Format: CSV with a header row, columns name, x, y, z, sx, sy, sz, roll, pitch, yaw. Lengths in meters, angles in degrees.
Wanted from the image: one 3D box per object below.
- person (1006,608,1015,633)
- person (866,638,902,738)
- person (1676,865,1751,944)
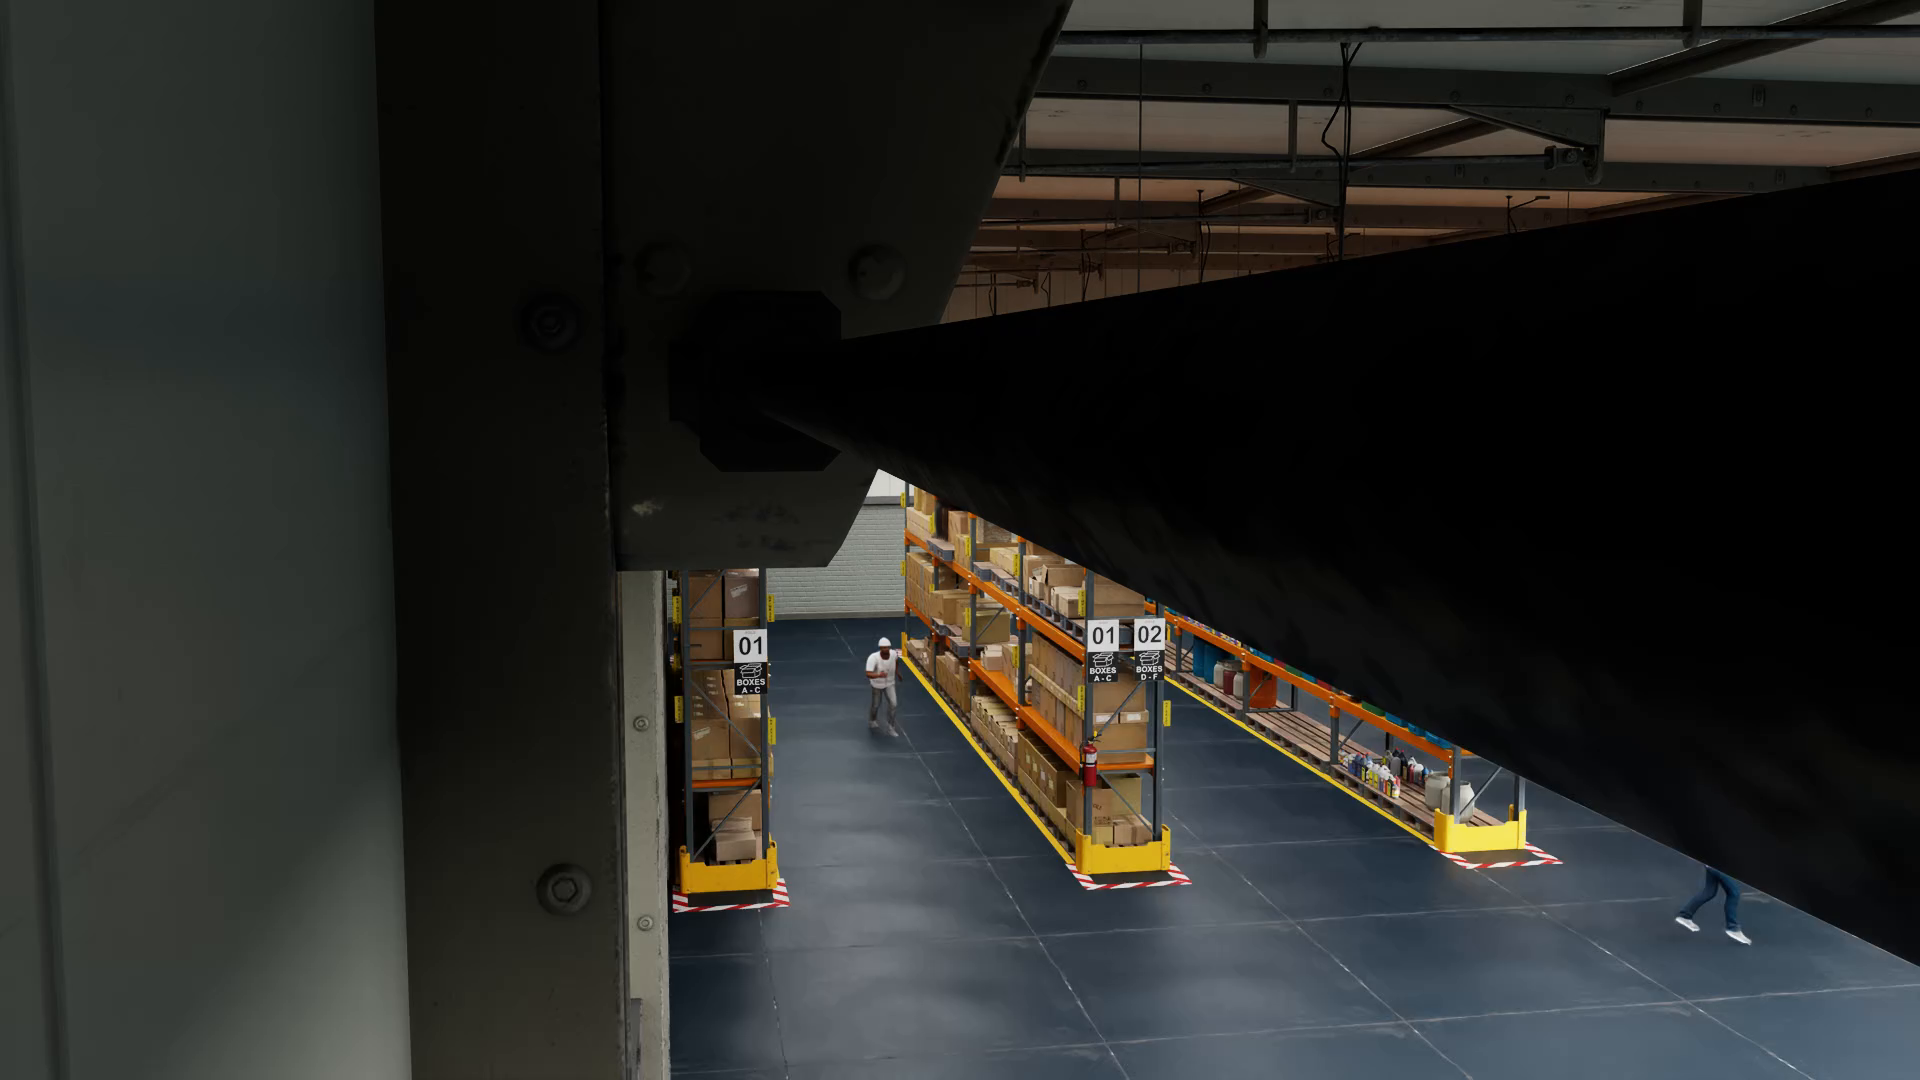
name,x,y,z,sx,sy,sz,roll,pitch,yaw
person,0.998,1.743,36.169,0.572,1.717,0.694,-2,6,-18
person,-1.323,2.513,28.624,0.713,1.732,0.978,-2,6,-22
person,8.352,3.626,18.361,0.767,1.624,0.550,2,6,16
